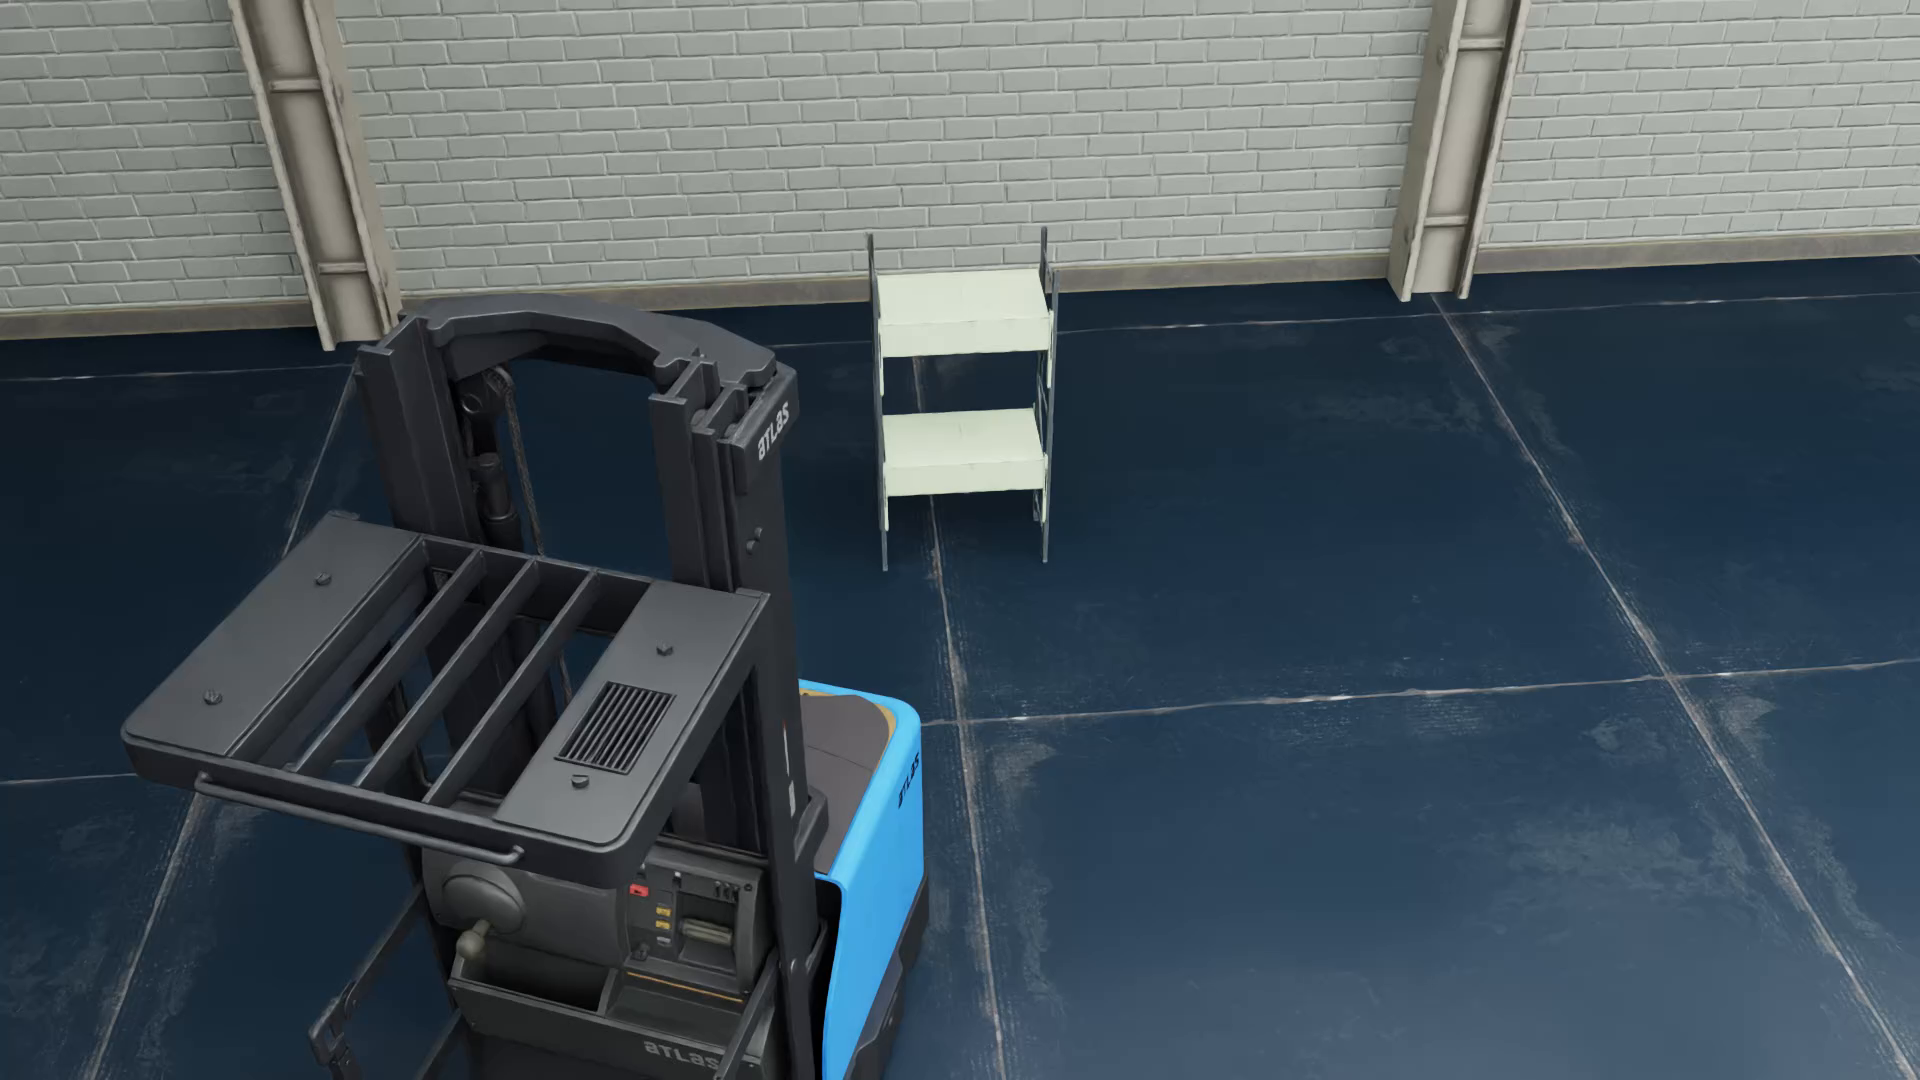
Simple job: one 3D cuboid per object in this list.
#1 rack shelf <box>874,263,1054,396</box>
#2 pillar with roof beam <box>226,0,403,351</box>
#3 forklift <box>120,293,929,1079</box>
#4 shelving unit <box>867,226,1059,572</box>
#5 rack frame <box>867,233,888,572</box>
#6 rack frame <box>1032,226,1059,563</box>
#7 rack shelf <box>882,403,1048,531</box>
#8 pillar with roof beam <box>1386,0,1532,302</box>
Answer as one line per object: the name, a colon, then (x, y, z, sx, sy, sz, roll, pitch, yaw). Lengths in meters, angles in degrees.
rack shelf: (0.007, -0.896, 7.044, 0.720, 0.370, 0.431, -3, 38, -4)
pillar with roof beam: (-2.903, -2.012, 3.035, 0.400, 9.000, 9.100, -3, 38, -4)
forklift: (-1.012, 1.009, 4.105, 1.130, 2.935, 3.031, 10, 39, 13)
shelving unit: (0.007, -0.589, 7.286, 0.755, 1.500, 0.431, -3, 38, -4)
rack frame: (-0.358, -0.569, 7.260, 0.023, 1.500, 0.400, -3, 38, -4)
rack frame: (0.371, -0.609, 7.311, 0.023, 1.500, 0.400, -3, 38, -4)
rack shelf: (0.007, -0.333, 7.488, 0.720, 0.370, 0.431, -3, 38, -4)
pillar with roof beam: (3.073, -2.341, 3.452, 0.400, 9.000, 9.100, -3, 38, -4)
